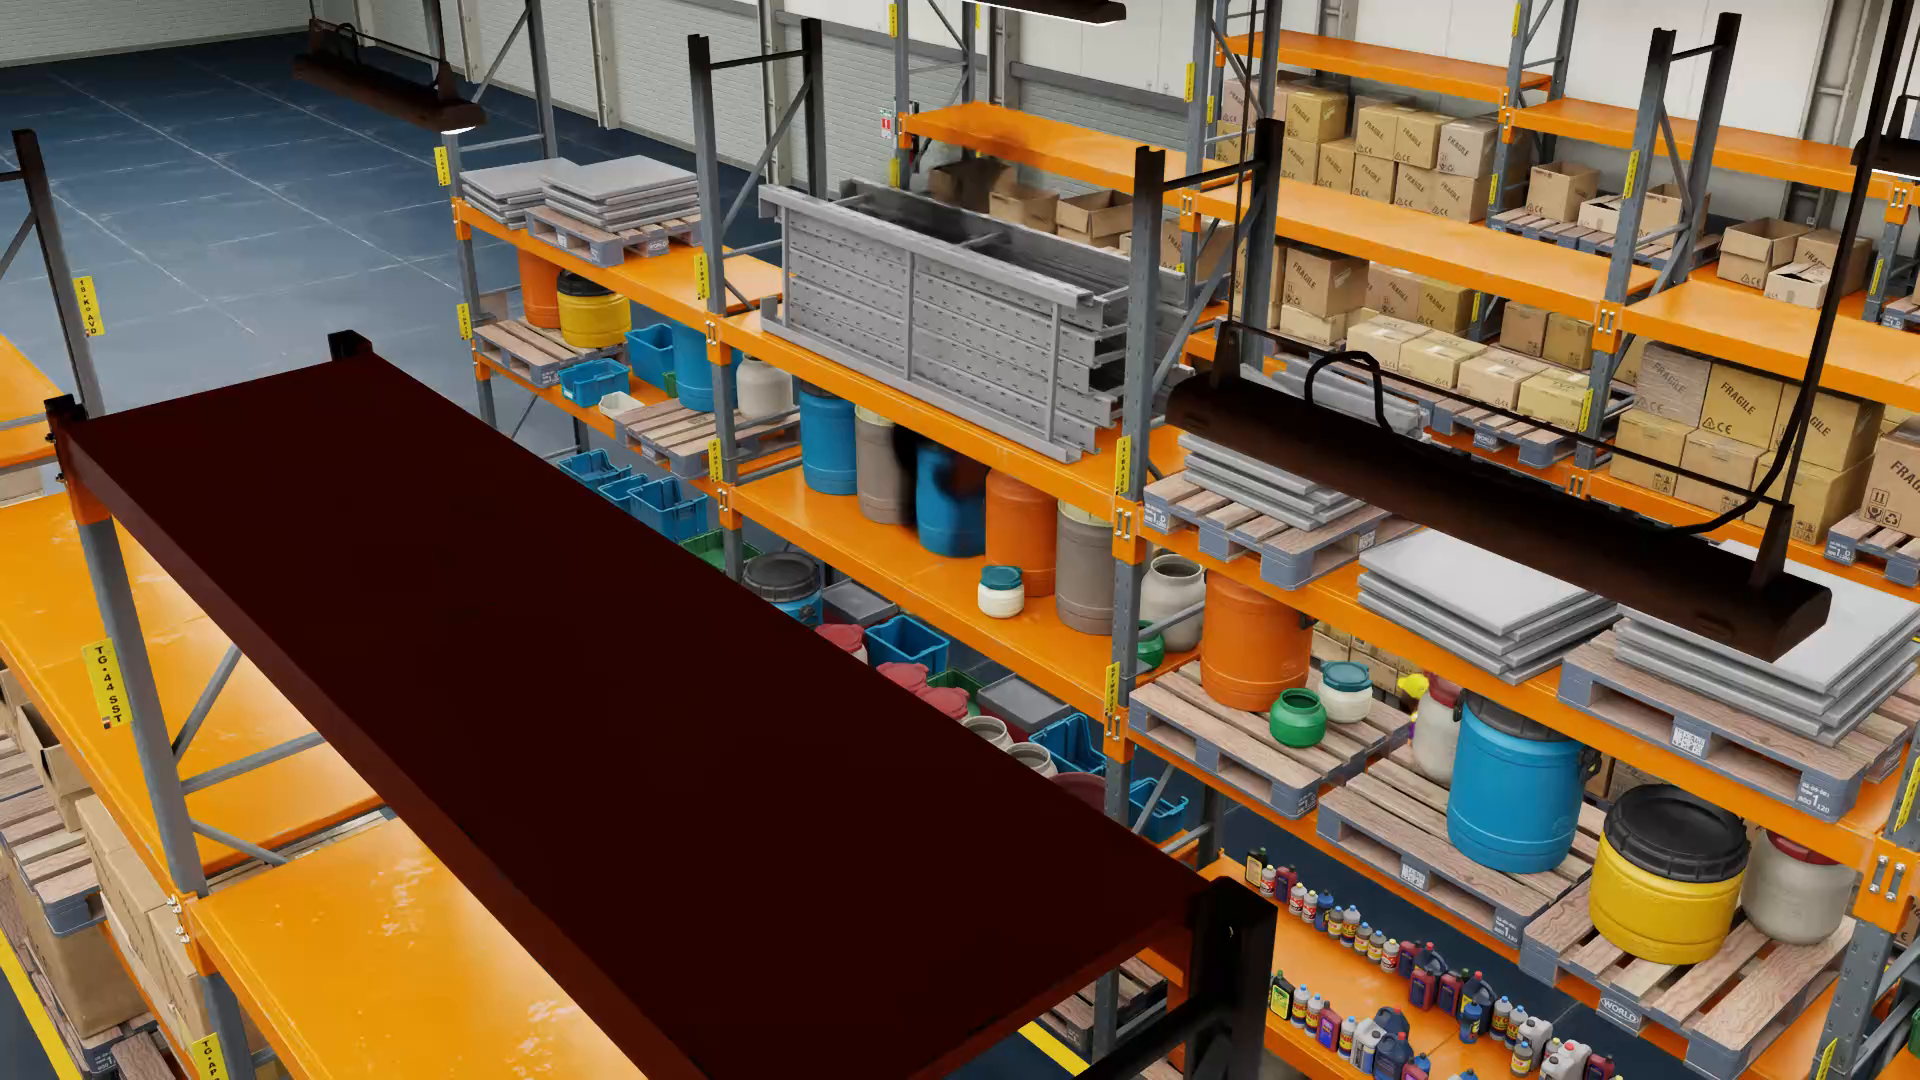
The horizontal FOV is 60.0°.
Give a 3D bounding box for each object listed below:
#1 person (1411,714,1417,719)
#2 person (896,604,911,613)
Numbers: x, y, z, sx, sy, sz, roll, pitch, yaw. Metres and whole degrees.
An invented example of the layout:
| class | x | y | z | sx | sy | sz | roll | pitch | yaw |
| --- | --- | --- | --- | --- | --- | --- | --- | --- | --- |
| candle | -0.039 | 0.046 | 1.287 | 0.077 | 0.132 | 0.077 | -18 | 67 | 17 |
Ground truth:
| class | x | y | z | sx | sy | sz | roll | pitch | yaw |
| --- | --- | --- | --- | --- | --- | --- | --- | --- | --- |
| person | 3.503 | 1.907 | 12.242 | 0.434 | 1.462 | 0.588 | -22 | 34 | -37 |
| person | -0.354 | 0.561 | 14.527 | 0.666 | 1.735 | 0.780 | -7 | 28 | -14 |
